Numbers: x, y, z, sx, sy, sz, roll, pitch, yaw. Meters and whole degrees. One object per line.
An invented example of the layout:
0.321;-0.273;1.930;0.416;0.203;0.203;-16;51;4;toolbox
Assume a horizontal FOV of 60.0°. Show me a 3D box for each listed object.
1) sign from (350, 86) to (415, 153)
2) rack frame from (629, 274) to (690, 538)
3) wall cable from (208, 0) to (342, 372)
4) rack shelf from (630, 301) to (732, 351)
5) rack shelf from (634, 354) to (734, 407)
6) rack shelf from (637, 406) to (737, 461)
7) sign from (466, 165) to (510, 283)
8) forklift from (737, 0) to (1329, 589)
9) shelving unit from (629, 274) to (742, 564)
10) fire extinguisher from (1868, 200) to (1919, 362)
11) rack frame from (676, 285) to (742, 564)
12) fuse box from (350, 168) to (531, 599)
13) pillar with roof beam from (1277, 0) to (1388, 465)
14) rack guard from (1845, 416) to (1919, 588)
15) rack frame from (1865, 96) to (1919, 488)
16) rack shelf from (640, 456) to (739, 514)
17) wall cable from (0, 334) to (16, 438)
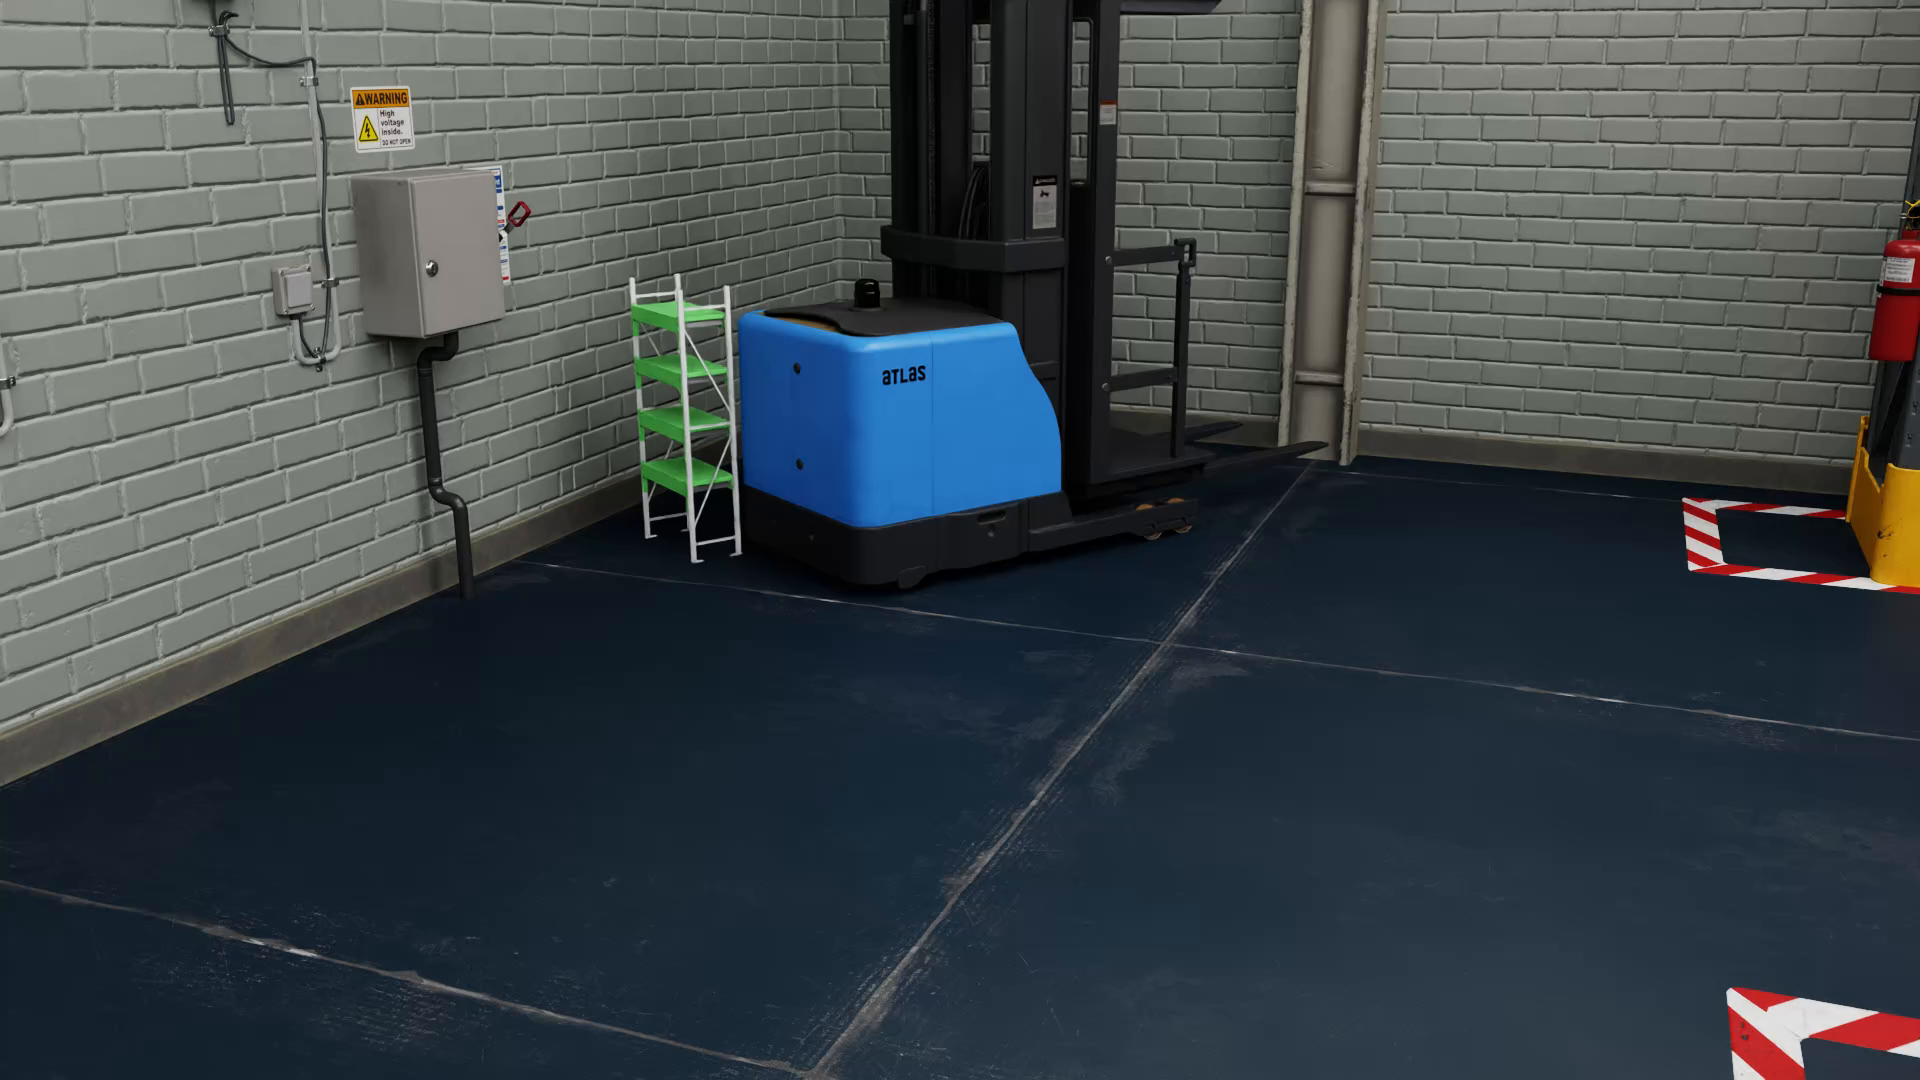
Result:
-2.209;-1.614;6.370;0.001;0.242;0.339;6;17;21;sign
-1.361;-0.605;7.601;0.240;1.200;0.015;-11;20;-33;rack frame
-2.393;-1.537;5.766;0.122;1.984;0.588;6;17;21;wall cable
-1.226;-0.948;7.291;0.258;0.148;0.480;-11;20;-33;rack shelf
-1.224;-0.718;7.358;0.258;0.148;0.480;-11;20;-33;rack shelf
-1.223;-0.488;7.426;0.258;0.148;0.480;-11;20;-33;rack shelf
-2.008;-1.314;6.989;0.001;0.494;0.329;6;17;21;sign
0.498;-1.512;7.624;3.031;2.935;1.130;-12;20;-35;forklift
-1.223;-0.549;7.408;0.258;1.200;0.503;-11;20;-33;shelving unit
3.862;-1.076;6.808;0.183;0.674;0.296;6;17;21;fire extinguisher
-1.085;-0.493;7.215;0.240;1.200;0.015;-11;20;-33;rack frame
-1.996;-0.591;6.641;0.414;1.711;0.539;6;17;21;fuse box
0.412;-3.671;4.179;0.400;9.000;9.100;6;17;21;pillar with roof beam
4.240;-0.189;7.428;0.348;0.500;1.175;6;17;21;rack guard
4.169;-1.397;7.106;0.127;3.000;1.000;6;17;21;rack frame
-1.221;-0.257;7.494;0.258;0.148;0.480;-11;20;-33;rack shelf
-2.903;-1.183;4.491;0.123;1.953;0.585;6;17;21;wall cable
